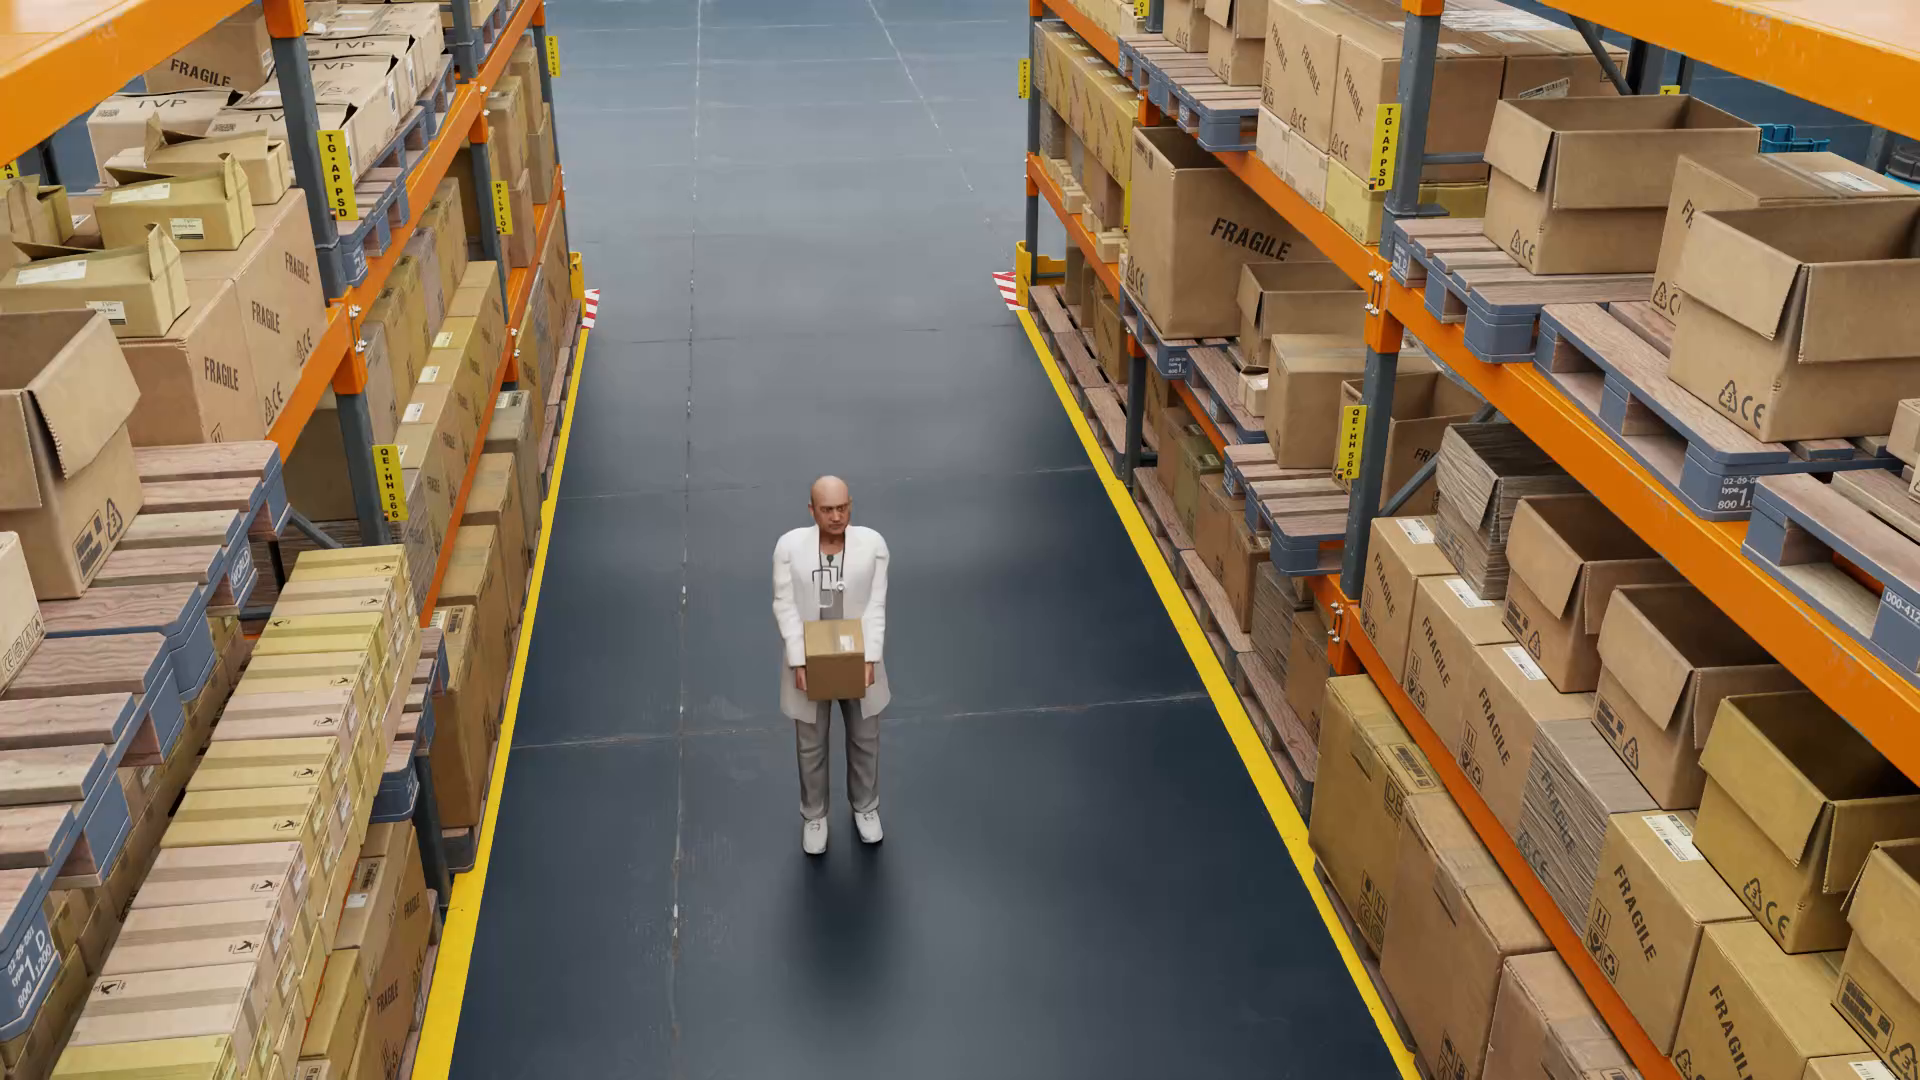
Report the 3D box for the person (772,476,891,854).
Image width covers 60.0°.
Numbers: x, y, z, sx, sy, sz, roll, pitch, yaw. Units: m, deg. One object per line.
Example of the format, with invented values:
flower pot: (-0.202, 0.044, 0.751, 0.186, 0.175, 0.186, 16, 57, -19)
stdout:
person: (-0.558, 0.600, 7.453, 0.528, 1.772, 0.560, -3, 27, -6)
